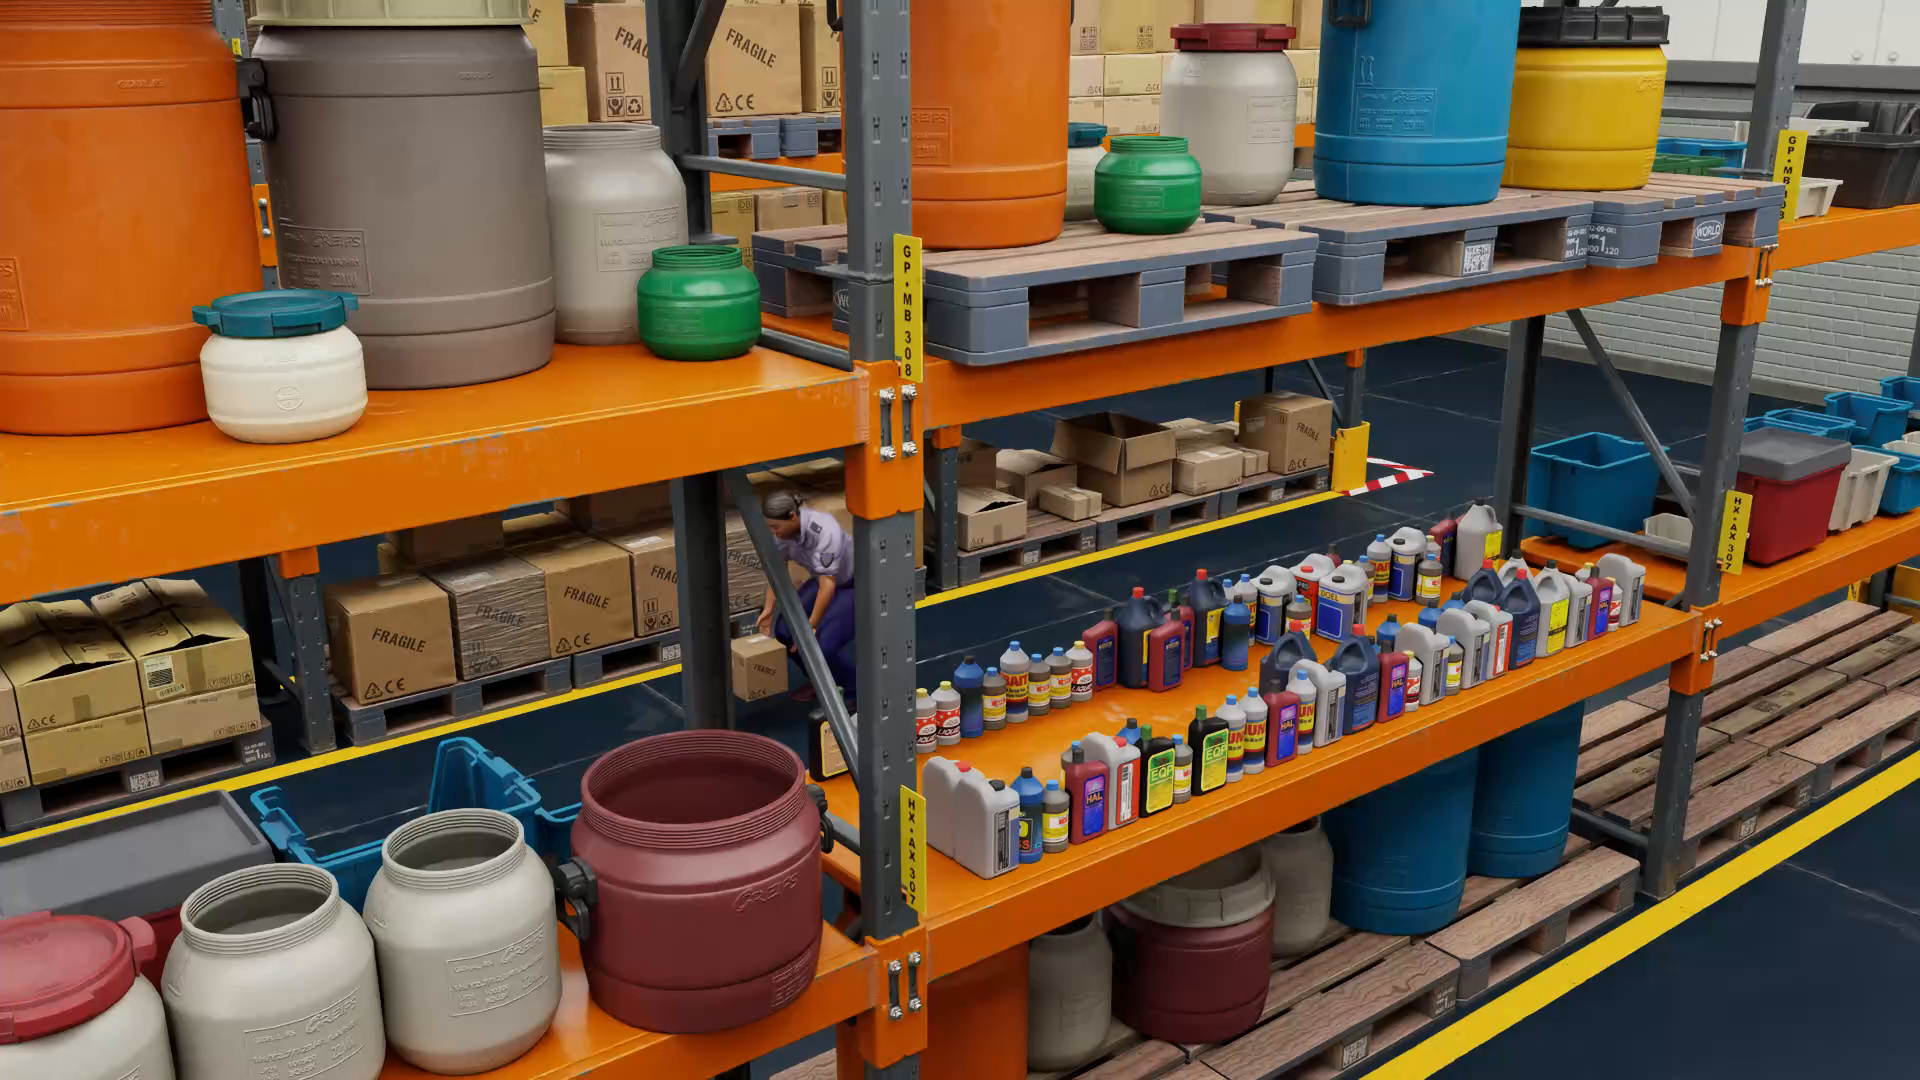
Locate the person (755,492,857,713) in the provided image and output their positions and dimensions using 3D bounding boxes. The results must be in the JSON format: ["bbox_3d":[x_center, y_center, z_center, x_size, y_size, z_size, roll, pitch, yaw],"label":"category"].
[{"bbox_3d":[-0.721,0.305,8.778,0.715,1.258,0.538,-14,22,-36],"label":"person"}]
